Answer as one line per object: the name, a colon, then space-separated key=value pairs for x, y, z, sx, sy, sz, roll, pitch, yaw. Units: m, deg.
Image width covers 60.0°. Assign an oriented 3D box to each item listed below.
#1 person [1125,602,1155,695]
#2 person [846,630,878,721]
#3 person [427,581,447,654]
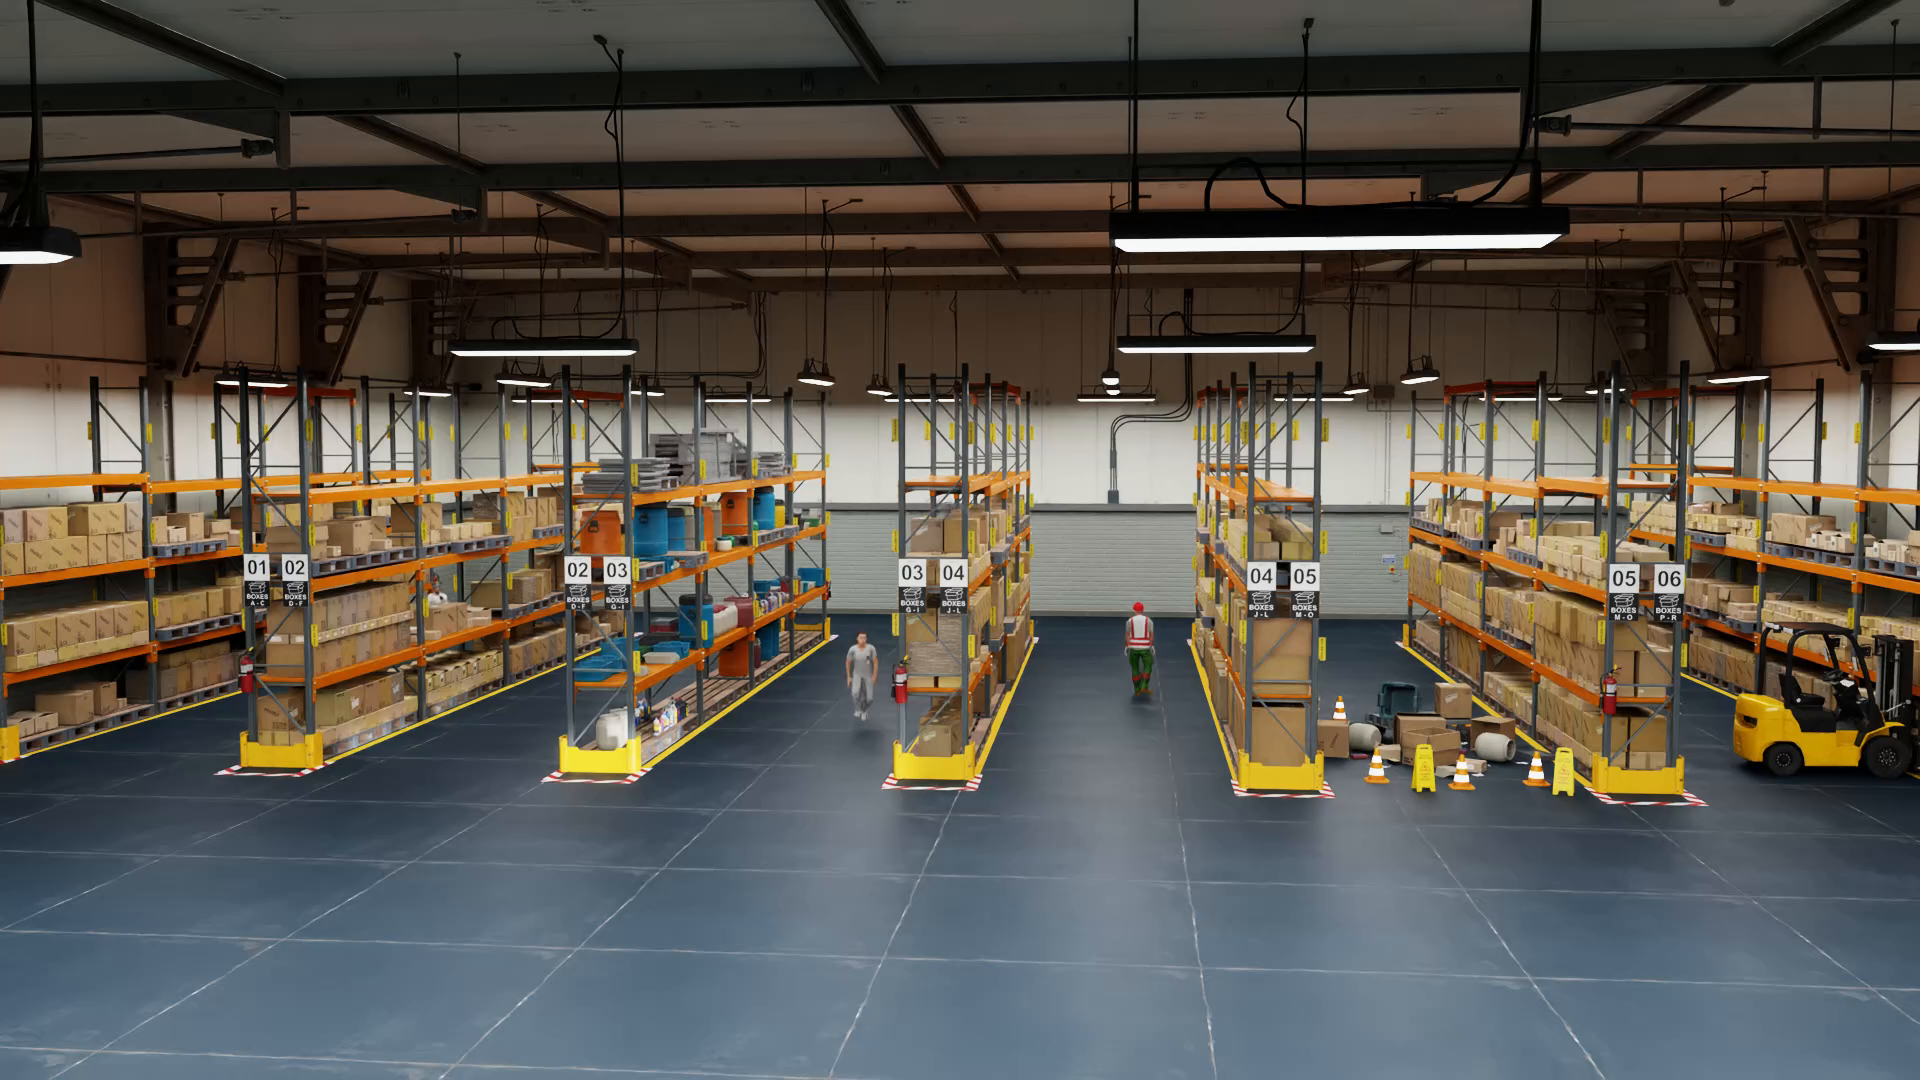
person: x=3.434 y=2.078 z=31.765 sx=0.573 sy=1.787 sz=0.553 roll=0 pitch=4 yaw=6
person: x=-1.648 y=2.280 z=27.906 sx=0.532 sy=1.575 sz=0.716 roll=0 pitch=4 yaw=-7
person: x=-11.903 y=1.740 z=37.855 sx=0.458 sy=1.620 sz=1.049 roll=0 pitch=4 yaw=5
